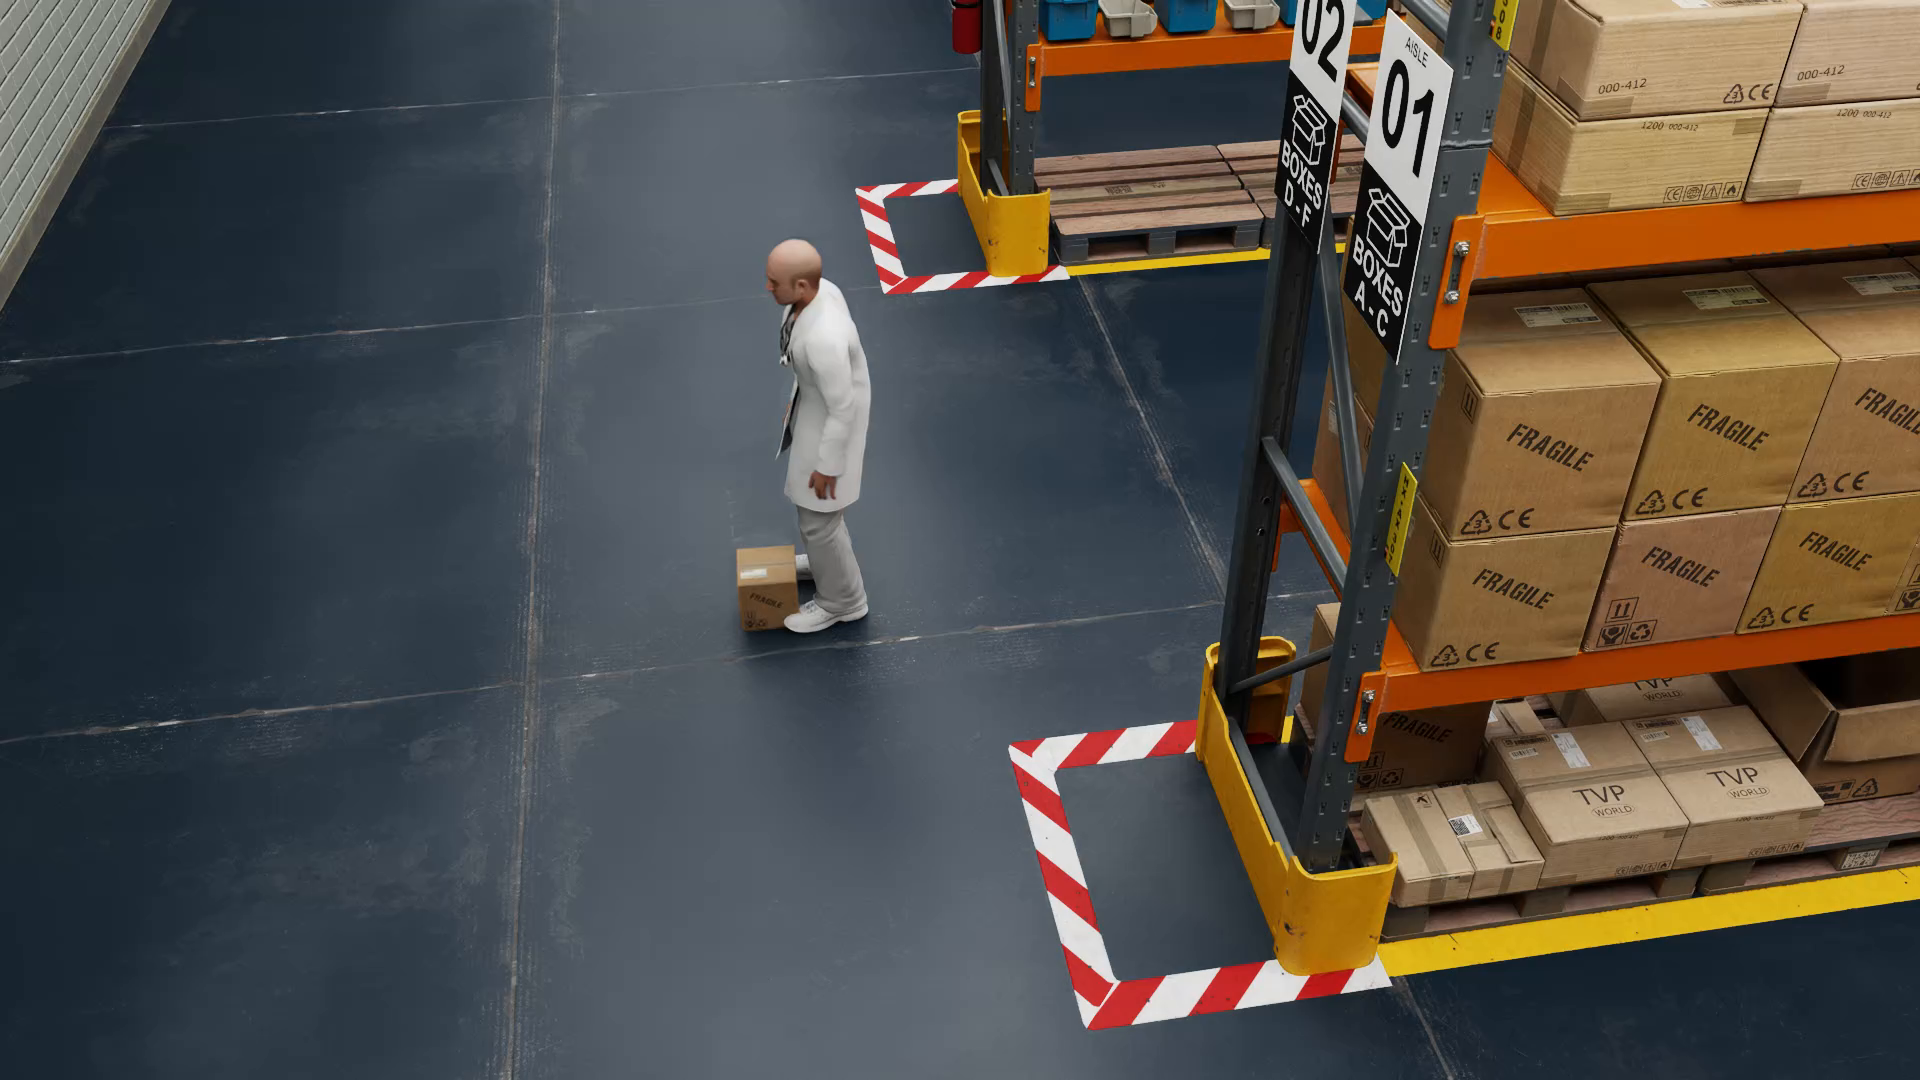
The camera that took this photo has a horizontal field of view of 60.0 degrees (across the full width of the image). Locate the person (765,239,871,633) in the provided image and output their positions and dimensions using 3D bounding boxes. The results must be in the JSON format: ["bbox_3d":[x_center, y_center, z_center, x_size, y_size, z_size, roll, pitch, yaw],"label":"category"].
[{"bbox_3d":[-0.572,-0.424,6.706,0.428,1.772,0.641,-8,39,-10],"label":"person"}]
